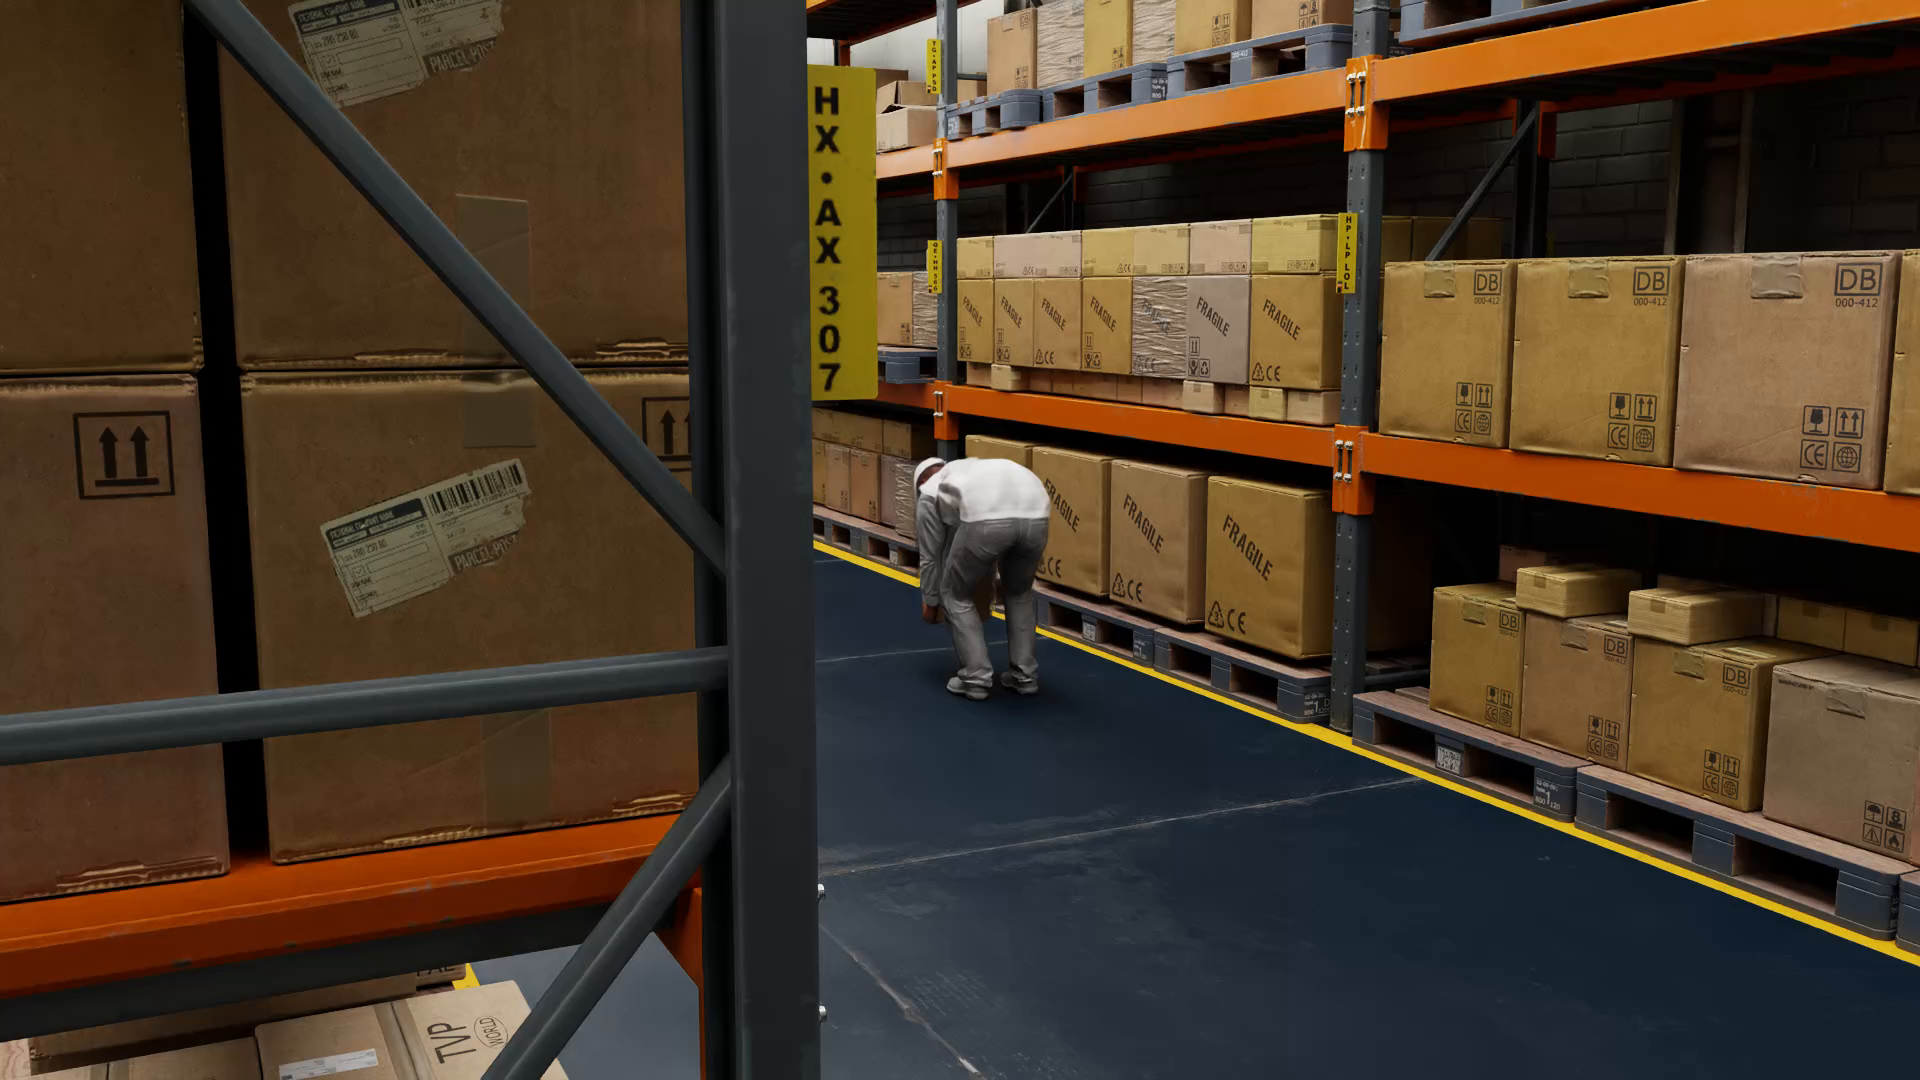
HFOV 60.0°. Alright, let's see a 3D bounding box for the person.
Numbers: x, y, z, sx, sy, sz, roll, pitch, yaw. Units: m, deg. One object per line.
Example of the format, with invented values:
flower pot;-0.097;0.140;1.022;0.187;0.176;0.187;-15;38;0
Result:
person;0.055;0.143;8.042;0.473;1.111;1.011;-4;9;-27
